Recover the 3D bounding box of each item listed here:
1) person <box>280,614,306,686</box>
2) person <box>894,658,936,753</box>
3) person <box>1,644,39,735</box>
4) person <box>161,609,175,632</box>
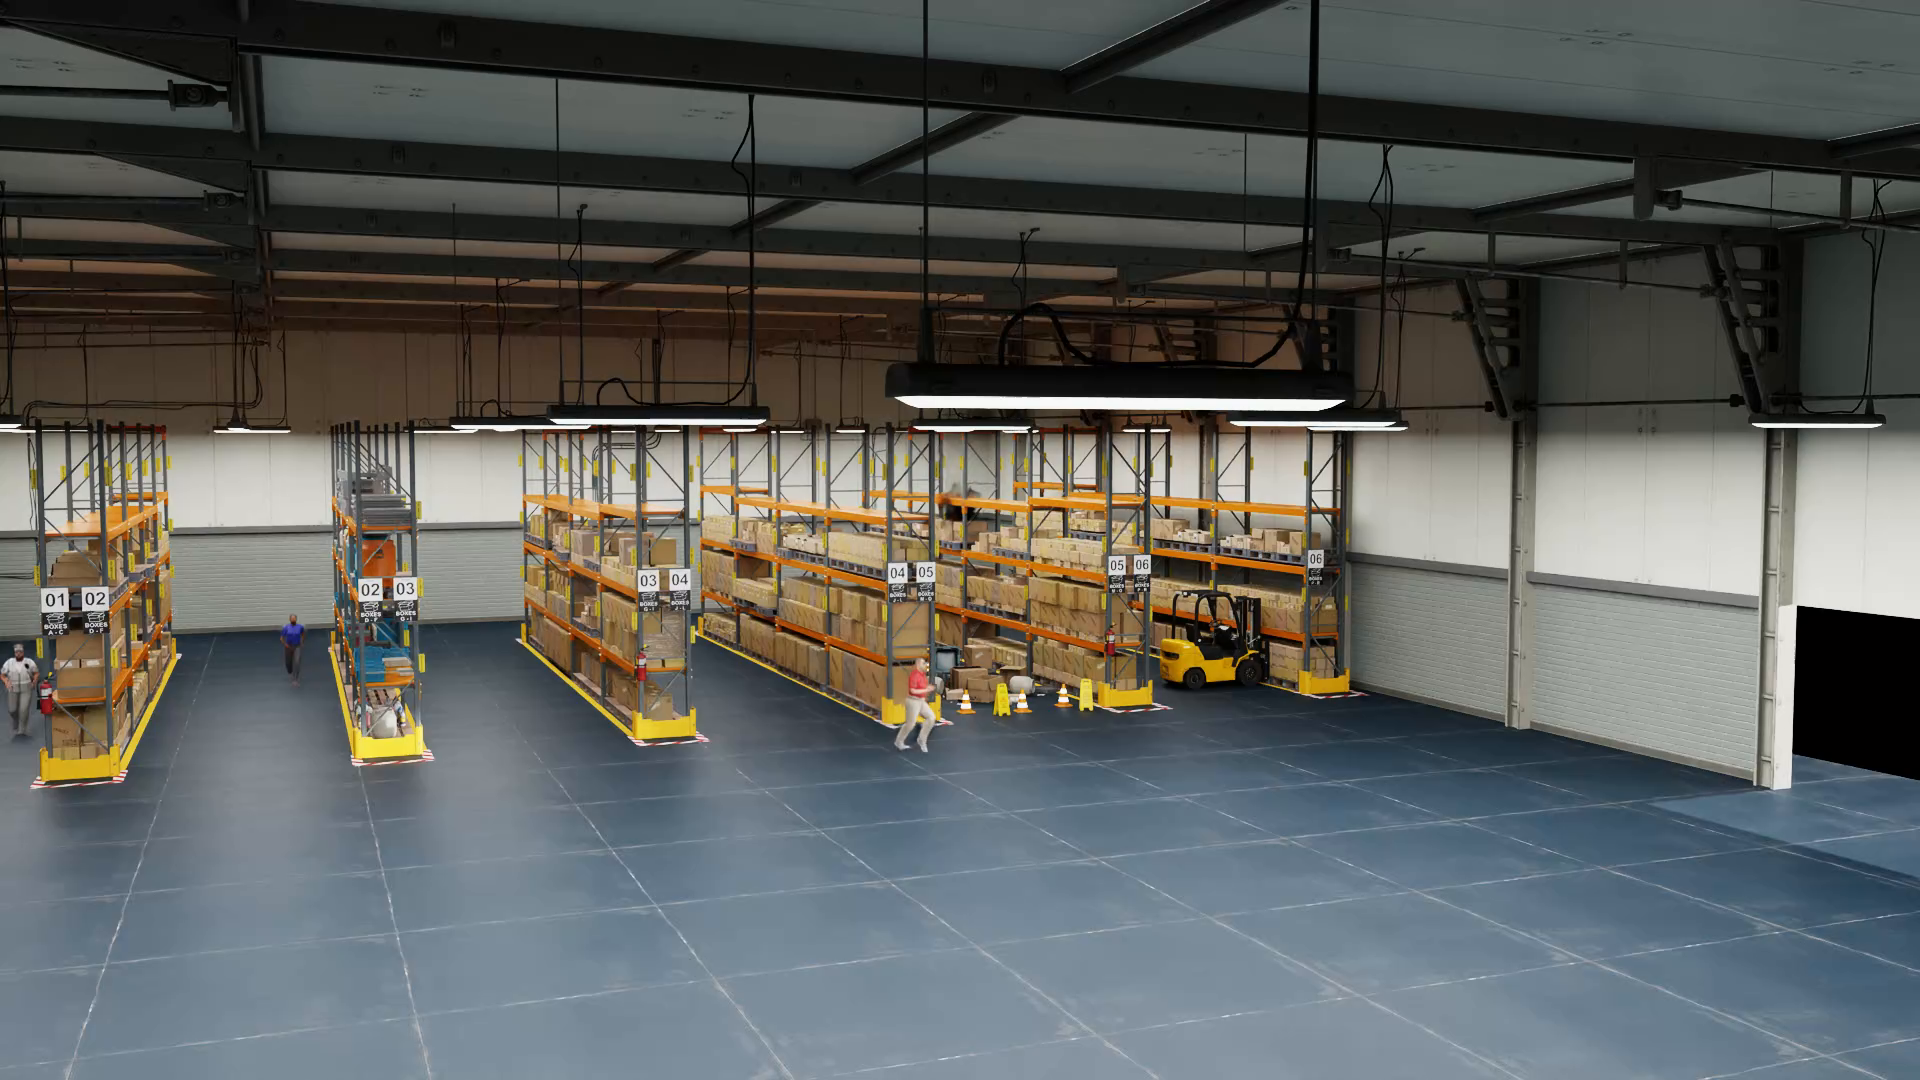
[{"bbox_3d":[-15.437,2.538,38.504,0.555,1.635,0.975,-1,4,-21],"label":"person"},{"bbox_3d":[-0.801,2.995,30.083,0.853,1.754,0.689,1,4,23],"label":"person"},{"bbox_3d":[-18.048,2.855,31.929,0.640,1.735,0.543,-2,4,-27],"label":"person"},{"bbox_3d":[-21.065,2.289,43.787,0.749,1.526,0.610,0,4,-6],"label":"person"}]
